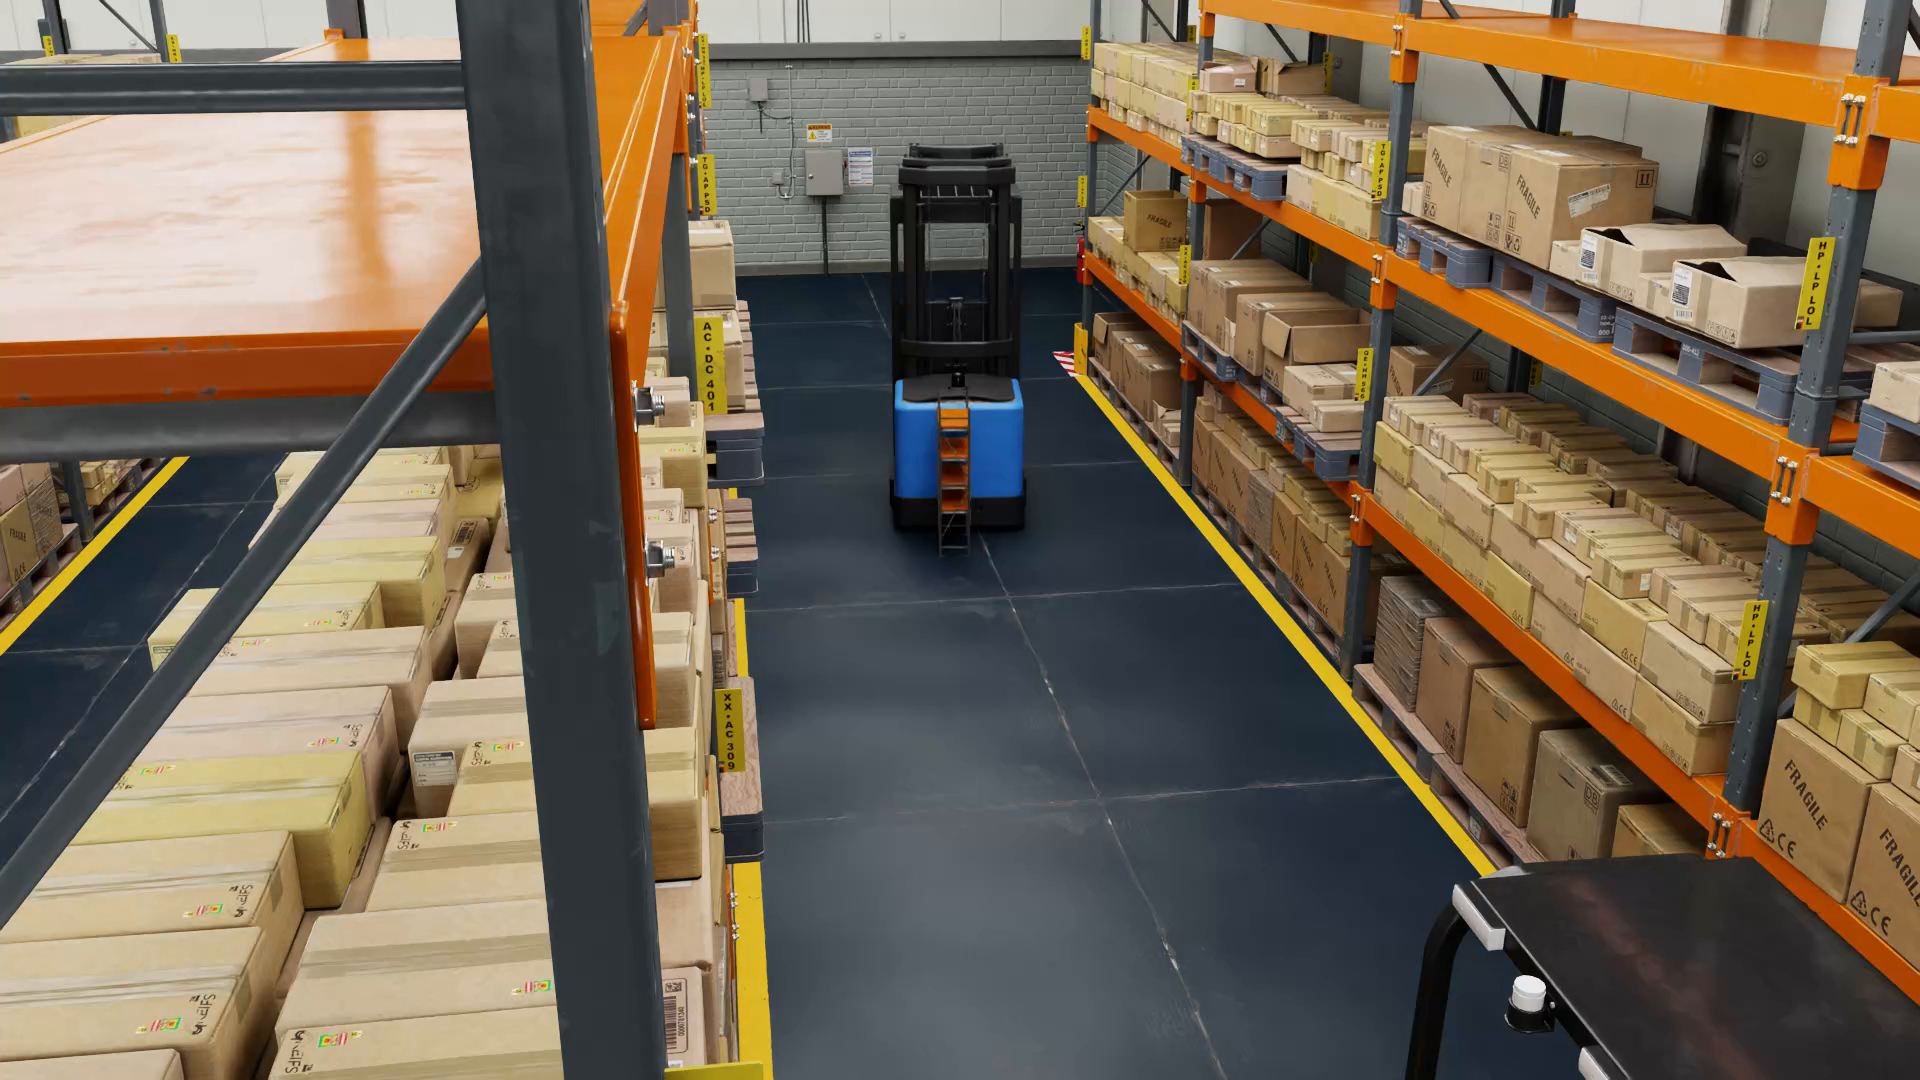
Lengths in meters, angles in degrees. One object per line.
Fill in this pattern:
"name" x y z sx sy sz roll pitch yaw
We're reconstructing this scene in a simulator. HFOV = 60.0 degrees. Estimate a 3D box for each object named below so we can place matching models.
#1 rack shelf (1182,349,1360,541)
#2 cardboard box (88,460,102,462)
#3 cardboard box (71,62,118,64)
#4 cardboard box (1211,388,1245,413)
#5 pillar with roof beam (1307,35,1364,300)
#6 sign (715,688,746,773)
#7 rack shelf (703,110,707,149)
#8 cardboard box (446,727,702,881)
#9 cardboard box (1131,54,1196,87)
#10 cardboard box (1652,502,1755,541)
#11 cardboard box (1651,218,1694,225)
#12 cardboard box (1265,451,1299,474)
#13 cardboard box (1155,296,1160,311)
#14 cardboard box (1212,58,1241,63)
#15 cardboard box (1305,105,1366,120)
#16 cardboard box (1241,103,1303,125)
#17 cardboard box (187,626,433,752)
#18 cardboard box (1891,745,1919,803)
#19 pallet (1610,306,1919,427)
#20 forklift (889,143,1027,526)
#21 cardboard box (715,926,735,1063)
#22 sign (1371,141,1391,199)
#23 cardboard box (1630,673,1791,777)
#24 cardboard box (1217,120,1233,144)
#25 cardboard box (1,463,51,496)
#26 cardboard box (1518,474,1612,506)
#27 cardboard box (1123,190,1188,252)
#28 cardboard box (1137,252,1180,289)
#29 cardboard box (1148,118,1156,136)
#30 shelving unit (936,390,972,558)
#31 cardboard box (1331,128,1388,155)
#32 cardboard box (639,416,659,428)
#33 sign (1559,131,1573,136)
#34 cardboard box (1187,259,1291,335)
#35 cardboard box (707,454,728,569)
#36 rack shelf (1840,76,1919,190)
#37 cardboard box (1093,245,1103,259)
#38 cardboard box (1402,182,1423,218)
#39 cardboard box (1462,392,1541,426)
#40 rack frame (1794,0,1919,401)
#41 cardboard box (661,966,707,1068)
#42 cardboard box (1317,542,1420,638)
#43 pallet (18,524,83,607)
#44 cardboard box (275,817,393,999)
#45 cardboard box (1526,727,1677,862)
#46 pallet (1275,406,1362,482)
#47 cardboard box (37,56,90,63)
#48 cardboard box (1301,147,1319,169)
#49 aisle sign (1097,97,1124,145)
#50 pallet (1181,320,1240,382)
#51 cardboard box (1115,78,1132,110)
"rack shelf" 2.695 -0.881 12.316 1.077 0.370 4.000 -3 21 -8
"cardboard box" -7.250 -0.599 13.583 0.380 0.149 0.250 -3 21 -7
"cardboard box" -7.528 -4.059 14.439 0.380 0.149 0.250 -3 21 -9
"cardboard box" 2.280 -1.154 13.639 0.380 0.149 0.250 -4 21 -10
"pillar with roof beam" -1.062 -4.790 13.180 9.100 9.000 0.400 -3 21 -8
"sign" -0.816 0.676 5.883 0.100 0.325 0.005 -3 21 -8
"rack shelf" -2.793 -3.419 14.825 1.077 0.370 4.000 -3 21 -8
"cardboard box" -0.614 0.435 2.697 0.380 0.149 0.250 -3 21 -8
"cardboard box" 1.869 -4.311 15.260 0.500 0.250 0.500 -2 21 -6
"cardboard box" 3.590 -0.068 8.041 0.380 0.149 0.250 -3 21 -8
"cardboard box" 3.434 -1.507 8.266 0.380 0.166 0.250 -3 21 -8
"cardboard box" 2.513 -0.561 12.478 0.380 0.149 0.250 -3 21 -8
"cardboard box" 1.979 -2.160 15.072 0.380 0.149 0.250 -2 21 -6
"cardboard box" 2.453 -4.159 14.852 0.500 0.250 0.500 -3 21 -8
"cardboard box" 2.701 -3.033 11.953 0.380 0.149 0.250 -3 21 -7
"cardboard box" 2.277 -3.103 12.141 0.380 0.149 0.250 -3 21 -7
"cardboard box" -1.196 0.287 3.094 0.380 0.149 0.250 -4 21 -9
"cardboard box" 3.449 0.811 5.688 0.380 0.149 0.250 -3 21 -8
"pallet" 3.420 -0.761 6.952 0.805 0.209 1.217 -4 21 -10
"forklift" -0.042 -1.947 14.241 1.130 2.935 3.031 -1 20 -1
"cardboard box" -0.881 1.423 4.550 0.500 0.500 0.500 -2 21 -6
"sign" 2.446 -2.146 9.649 0.100 0.325 0.005 -3 21 -8
"cardboard box" 3.228 0.768 7.086 0.500 0.250 0.500 -2 21 -7
"cardboard box" 2.144 -3.052 12.429 0.380 0.149 0.250 -3 21 -7
"cardboard box" -7.031 -0.506 12.184 0.500 0.250 0.500 -3 21 -9
"cardboard box" 3.067 -0.219 8.447 0.380 0.149 0.250 -3 21 -8
"cardboard box" 1.845 -3.026 15.748 0.500 0.500 0.500 -2 21 -6
"cardboard box" 1.946 -2.490 15.384 0.500 0.250 0.500 -3 21 -8
"cardboard box" 1.917 -3.752 15.047 0.380 0.149 0.250 -3 21 -7
"shelving unit" -0.048 -0.513 12.875 0.258 1.200 0.503 -1 20 -1
"cardboard box" 2.624 -2.567 10.734 0.380 0.149 0.250 -3 21 -9
"cardboard box" -1.028 -0.270 4.585 0.380 0.149 0.250 -2 21 -6
"sign" 3.533 -2.235 9.774 0.100 0.325 0.005 -3 21 -8
"cardboard box" 2.255 -1.975 13.474 0.700 0.500 0.500 -2 21 -6
"cardboard box" -1.428 -0.160 8.190 0.500 0.500 0.500 -4 21 -11
"rack shelf" 3.848 -0.734 3.920 1.077 0.370 4.000 -3 21 -8
"cardboard box" 1.606 -3.050 17.454 0.380 0.149 0.250 -3 21 -8
"cardboard box" 2.733 -1.929 9.397 0.380 0.166 0.250 -3 21 -8
"cardboard box" 3.230 -0.774 9.931 0.380 0.149 0.250 -2 21 -6
"rack frame" 3.560 -1.951 5.578 1.000 3.000 0.127 -3 21 -8
"cardboard box" -0.584 0.834 2.198 0.500 0.250 0.500 -3 21 -9
"cardboard box" 2.709 0.313 11.063 0.500 0.500 0.500 -2 21 -6
"pallet" -7.275 0.202 12.374 1.003 0.211 1.213 -3 21 -8
"cardboard box" -1.173 0.683 2.602 0.500 0.250 0.500 -3 21 -8
"cardboard box" 3.369 1.326 8.172 0.875 0.625 0.625 -3 21 -8
"pallet" 2.816 -0.667 10.988 1.213 0.211 1.003 -3 21 -8
"cardboard box" -8.125 -4.302 15.091 0.380 0.149 0.250 -2 21 -6
"cardboard box" 2.534 -2.605 11.260 0.380 0.149 0.250 -2 21 -6
"aisle sign" 1.529 -4.522 17.321 0.394 0.787 0.004 -3 21 -8
"pallet" 2.414 -1.538 13.322 1.003 0.211 1.213 -3 21 -8
"cardboard box" 1.778 -4.249 15.809 0.500 0.250 0.500 -4 21 -9
